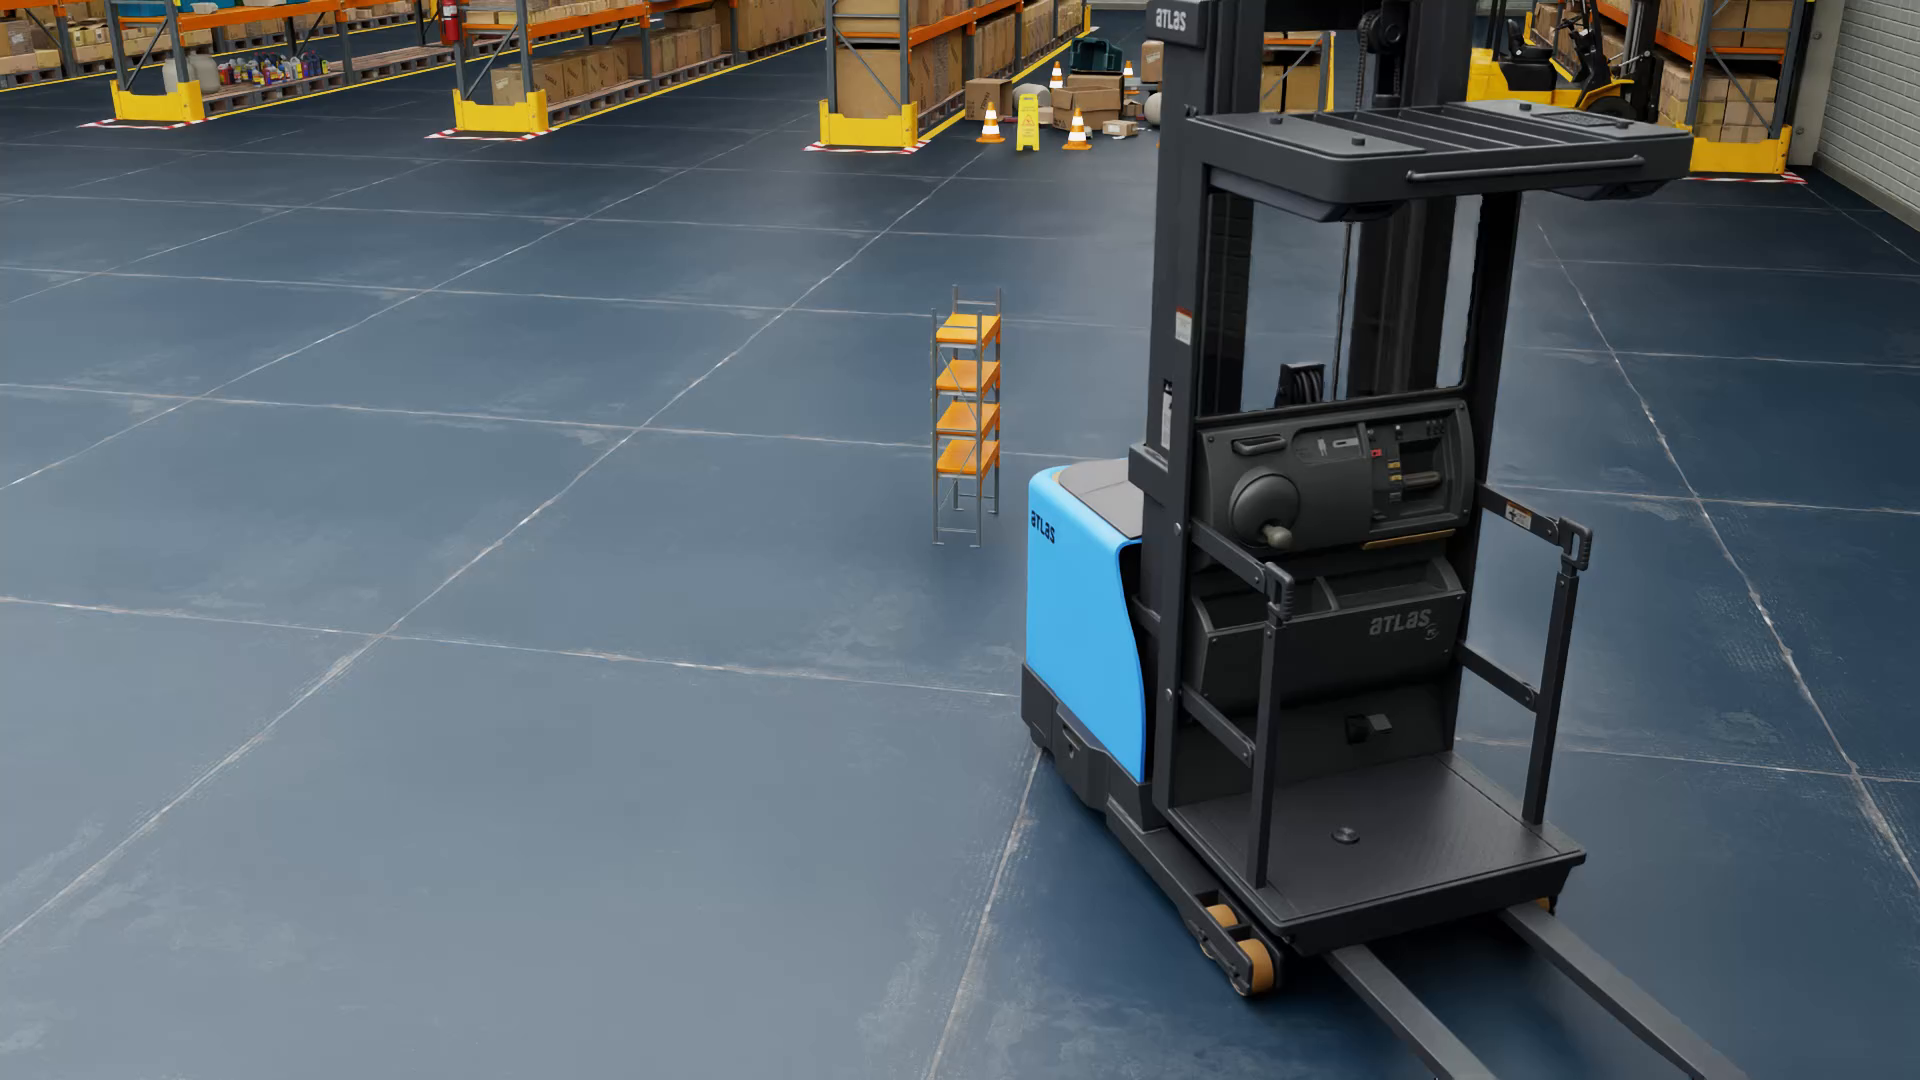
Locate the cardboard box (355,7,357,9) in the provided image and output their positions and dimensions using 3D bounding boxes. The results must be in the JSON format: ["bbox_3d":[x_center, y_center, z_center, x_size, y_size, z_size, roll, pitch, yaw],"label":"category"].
[{"bbox_3d":[-13.206,-11.300,35.407,0.500,0.311,0.500,4,22,11],"label":"cardboard box"}]

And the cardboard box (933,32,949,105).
[{"bbox_3d":[-0.675,-6.397,22.503,0.875,0.875,0.875,5,22,11],"label":"cardboard box"}]

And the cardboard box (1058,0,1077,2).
[{"bbox_3d":[2.184,-10.978,34.055,0.380,0.149,0.250,5,22,12],"label":"cardboard box"}]

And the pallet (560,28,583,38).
[{"bbox_3d":[-8.237,-10.439,33.990,1.003,0.211,1.213,4,22,11],"label":"pallet"}]

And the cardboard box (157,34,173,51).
[{"bbox_3d":[-14.089,-8.712,29.089,0.500,0.250,0.500,5,22,12],"label":"cardboard box"}]

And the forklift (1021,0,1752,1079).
[{"bbox_3d":[1.234,-0.174,4.862,1.130,2.935,3.031,-8,23,-19],"label":"forklift"}]

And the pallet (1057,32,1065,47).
[{"bbox_3d":[1.437,-9.623,31.964,1.003,0.211,1.213,4,22,11],"label":"pallet"}]

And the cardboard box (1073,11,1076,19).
[{"bbox_3d":[2.125,-10.546,33.379,0.380,0.149,0.250,5,22,12],"label":"cardboard box"}]

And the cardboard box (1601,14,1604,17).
[{"bbox_3d":[11.179,-8.944,28.461,0.380,0.149,0.250,5,22,11],"label":"cardboard box"}]

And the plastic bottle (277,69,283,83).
[{"bbox_3d":[-10.012,-6.815,24.417,0.097,0.201,0.097,0,22,0],"label":"plastic bottle"}]

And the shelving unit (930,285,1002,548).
[{"bbox_3d":[0.034,-0.617,8.280,0.258,1.200,0.503,4,22,11],"label":"shelving unit"}]

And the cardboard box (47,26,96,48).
[{"bbox_3d":[-14.502,-8.225,27.129,0.500,0.311,0.500,5,22,11],"label":"cardboard box"}]

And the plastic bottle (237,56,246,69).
[{"bbox_3d":[-10.678,-7.022,24.730,0.144,0.351,0.185,4,22,10],"label":"plastic bottle"}]

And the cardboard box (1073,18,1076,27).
[{"bbox_3d":[2.128,-10.413,33.449,0.380,0.149,0.250,3,22,9],"label":"cardboard box"}]

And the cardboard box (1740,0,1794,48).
[{"bbox_3d":[8.986,-5.768,18.526,0.500,0.500,0.500,5,23,13],"label":"cardboard box"}]

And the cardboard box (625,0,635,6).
[{"bbox_3d":[-4.949,-7.849,24.163,0.380,0.149,0.250,4,22,11],"label":"cardboard box"}]

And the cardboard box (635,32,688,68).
[{"bbox_3d":[-4.757,-7.802,26.468,0.700,0.500,0.500,3,22,6],"label":"cardboard box"}]

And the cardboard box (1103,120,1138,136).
[{"bbox_3d":[2.042,-5.249,21.188,0.380,0.149,0.250,18,28,38],"label":"cardboard box"}]

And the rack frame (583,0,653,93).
[{"bbox_3d":[-5.133,-8.157,24.592,1.000,3.000,0.127,4,22,11],"label":"rack frame"}]

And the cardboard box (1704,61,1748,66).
[{"bbox_3d":[9.218,-5.658,20.167,0.500,0.250,0.500,4,22,10],"label":"cardboard box"}]

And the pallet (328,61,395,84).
[{"bbox_3d":[-9.859,-7.531,26.771,1.003,0.211,1.213,4,22,11],"label":"pallet"}]

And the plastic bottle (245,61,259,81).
[{"bbox_3d":[-10.527,-6.985,24.739,0.152,0.276,0.135,4,22,11],"label":"plastic bottle"}]

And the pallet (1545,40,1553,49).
[{"bbox_3d":[11.202,-8.908,30.189,1.003,0.211,1.213,4,22,11],"label":"pallet"}]

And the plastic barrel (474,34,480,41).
[{"bbox_3d":[-9.054,-9.432,30.525,0.421,0.512,0.421,0,22,0],"label":"plastic barrel"}]

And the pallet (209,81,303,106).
[{"bbox_3d":[-10.406,-6.551,24.337,1.003,0.211,1.213,4,22,11],"label":"pallet"}]

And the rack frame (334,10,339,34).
[{"bbox_3d":[-13.197,-11.839,33.735,1.000,3.000,0.127,4,22,11],"label":"rack frame"}]

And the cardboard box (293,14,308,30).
[{"bbox_3d":[-13.229,-10.318,32.715,0.500,0.500,0.500,5,22,12],"label":"cardboard box"}]

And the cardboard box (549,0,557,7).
[{"bbox_3d":[-5.825,-7.270,21.856,0.875,0.500,0.500,4,22,11],"label":"cardboard box"}]

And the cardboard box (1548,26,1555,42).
[{"bbox_3d":[10.960,-9.234,30.363,0.396,0.266,0.258,5,23,13],"label":"cardboard box"}]

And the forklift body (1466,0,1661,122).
[{"bbox_3d":[7.214,-6.001,20.374,2.313,2.155,1.214,4,22,11],"label":"forklift body"}]

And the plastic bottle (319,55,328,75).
[{"bbox_3d":[-9.757,-7.278,25.455,0.061,0.283,0.133,6,23,14],"label":"plastic bottle"}]

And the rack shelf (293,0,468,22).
[{"bbox_3d":[-9.573,-8.932,27.480,1.077,0.370,4.000,4,22,11],"label":"rack shelf"}]

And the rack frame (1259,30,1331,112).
[{"bbox_3d":[3.753,-5.939,19.084,1.000,3.000,0.127,4,22,11],"label":"rack frame"}]

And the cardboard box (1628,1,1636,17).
[{"bbox_3d":[9.276,-7.159,22.315,0.500,0.250,0.500,5,22,12],"label":"cardboard box"}]

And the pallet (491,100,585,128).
[{"bbox_3d":[-5.733,-5.723,22.281,1.003,0.211,1.213,4,22,11],"label":"pallet"}]

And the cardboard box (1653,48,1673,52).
[{"bbox_3d":[9.023,-6.255,21.649,0.500,0.250,0.500,4,22,10],"label":"cardboard box"}]

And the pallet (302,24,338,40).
[{"bbox_3d":[-13.326,-10.245,33.510,1.003,0.211,1.213,4,22,11],"label":"pallet"}]

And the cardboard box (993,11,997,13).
[{"bbox_3d":[0.401,-8.858,28.113,0.500,0.250,0.500,4,22,10],"label":"cardboard box"}]

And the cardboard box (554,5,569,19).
[{"bbox_3d":[-5.433,-7.028,22.125,0.380,0.149,0.250,4,22,11],"label":"cardboard box"}]

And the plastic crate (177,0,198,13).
[{"bbox_3d":[-10.850,-7.446,23.025,0.499,0.251,0.408,4,22,11],"label":"plastic crate"}]

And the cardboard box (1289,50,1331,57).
[{"bbox_3d":[4.506,-6.059,21.498,0.500,0.500,0.500,6,23,14],"label":"cardboard box"}]

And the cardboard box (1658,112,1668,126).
[{"bbox_3d":[8.510,-4.858,19.519,0.500,0.250,0.500,4,22,11],"label":"cardboard box"}]

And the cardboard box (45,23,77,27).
[{"bbox_3d":[-14.928,-8.454,27.697,0.500,0.311,0.500,5,22,12],"label":"cardboard box"}]

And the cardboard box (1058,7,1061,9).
[{"bbox_3d":[1.756,-10.216,32.162,0.380,0.149,0.250,4,22,10],"label":"cardboard box"}]

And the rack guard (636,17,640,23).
[{"bbox_3d":[-7.541,-11.773,36.918,1.175,0.500,0.348,4,22,11],"label":"rack guard"}]

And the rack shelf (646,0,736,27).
[{"bbox_3d":[-4.725,-8.555,26.543,1.077,0.370,4.000,4,22,11],"label":"rack shelf"}]

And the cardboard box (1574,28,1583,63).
[{"bbox_3d":[10.337,-8.068,27.154,0.500,0.500,0.500,5,23,13],"label":"cardboard box"}]

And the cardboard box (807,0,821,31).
[{"bbox_3d":[-3.287,-10.527,32.759,0.875,0.875,0.875,4,22,11],"label":"cardboard box"}]

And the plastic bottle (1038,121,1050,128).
[{"bbox_3d":[1.083,-5.445,21.791,0.133,0.061,0.283,-3,22,-8],"label":"plastic bottle"}]

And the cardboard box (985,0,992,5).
[{"bbox_3d":[0.175,-8.145,24.428,0.500,0.500,0.500,5,22,11],"label":"cardboard box"}]

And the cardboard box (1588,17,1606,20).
[{"bbox_3d":[10.496,-8.592,27.589,0.380,0.149,0.250,5,22,11],"label":"cardboard box"}]

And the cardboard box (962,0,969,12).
[{"bbox_3d":[-0.361,-7.676,23.196,0.875,0.550,0.550,4,22,11],"label":"cardboard box"}]

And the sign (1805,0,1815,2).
[{"bbox_3d":[9.155,-5.955,17.861,0.100,0.325,0.005,4,22,11],"label":"sign"}]

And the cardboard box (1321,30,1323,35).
[{"bbox_3d":[4.196,-6.115,19.858,0.380,0.149,0.250,4,22,9],"label":"cardboard box"}]
